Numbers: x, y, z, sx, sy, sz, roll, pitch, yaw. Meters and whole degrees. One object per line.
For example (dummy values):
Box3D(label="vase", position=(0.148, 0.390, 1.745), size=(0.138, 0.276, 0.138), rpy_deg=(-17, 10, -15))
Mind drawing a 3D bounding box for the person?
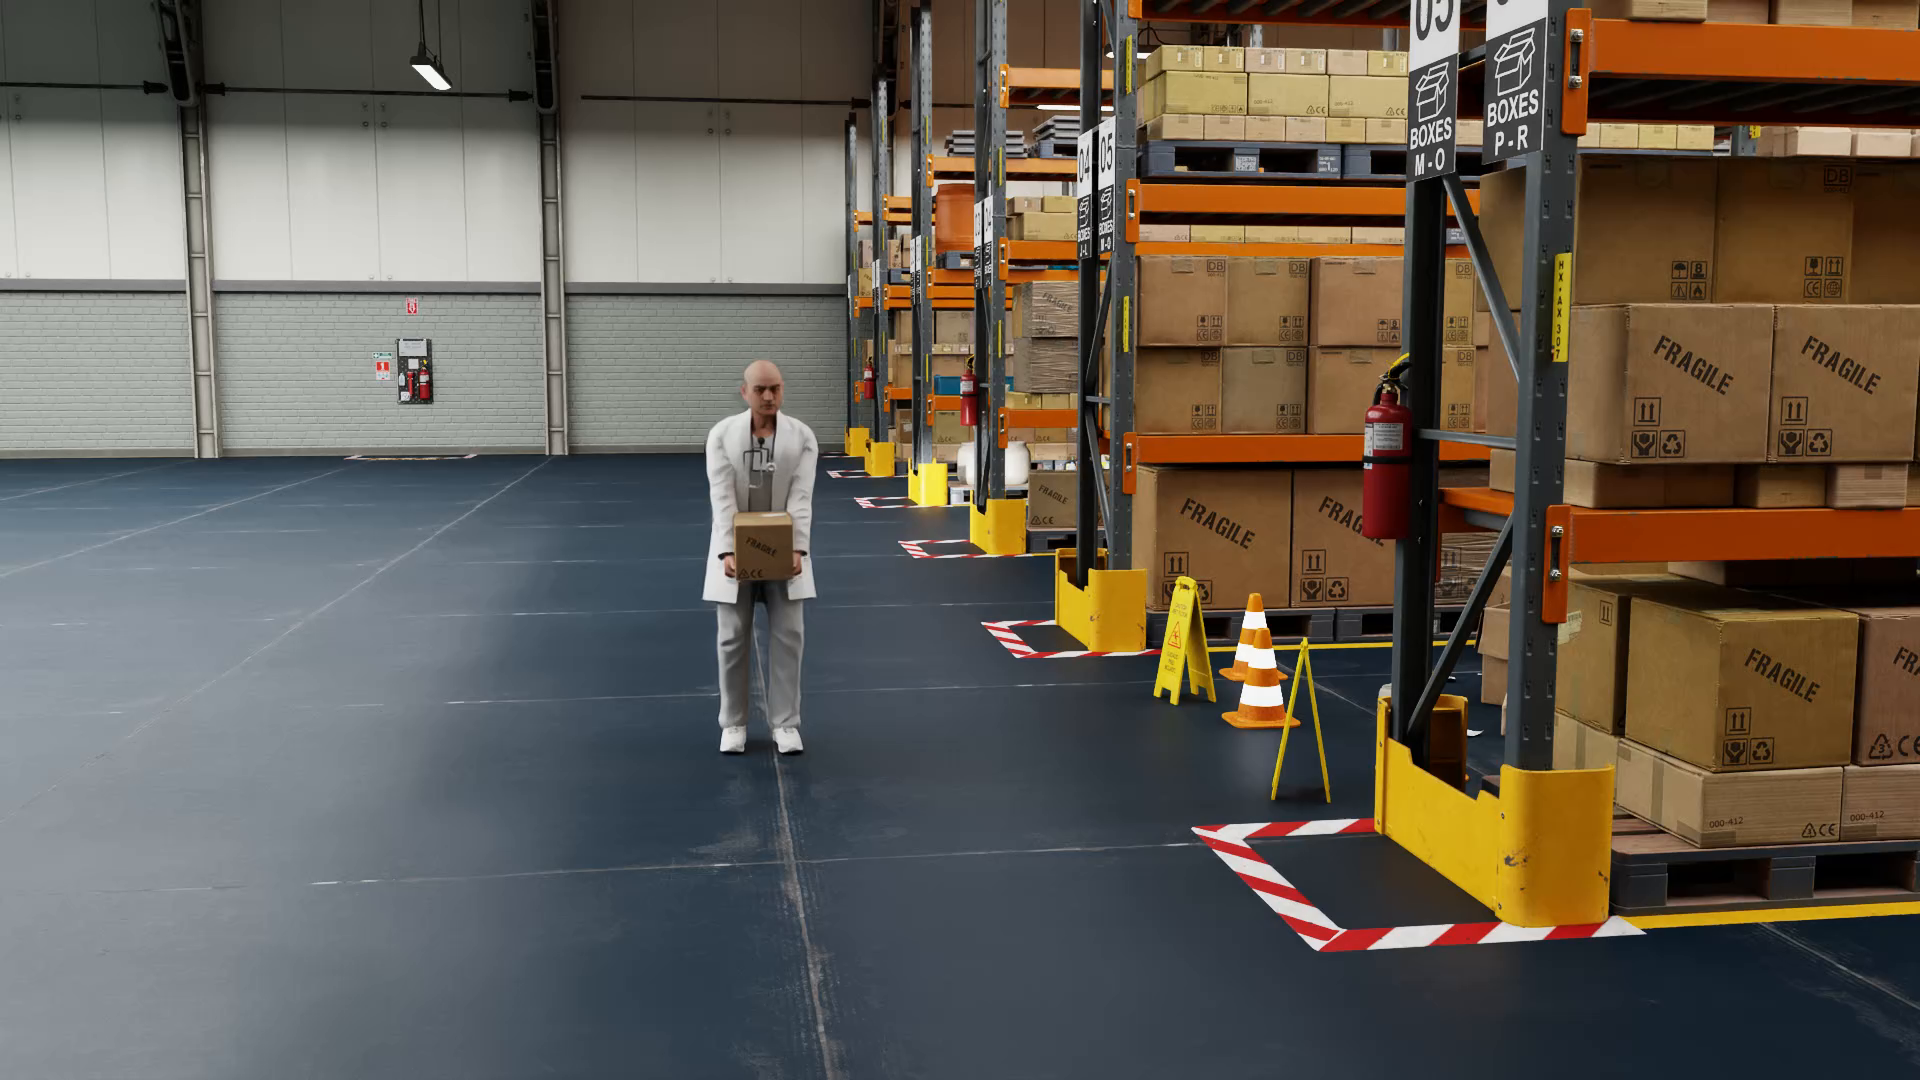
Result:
Box3D(label="person", position=(-0.898, 0.080, 7.512), size=(0.530, 1.771, 0.580), rpy_deg=(-1, 6, -10))
